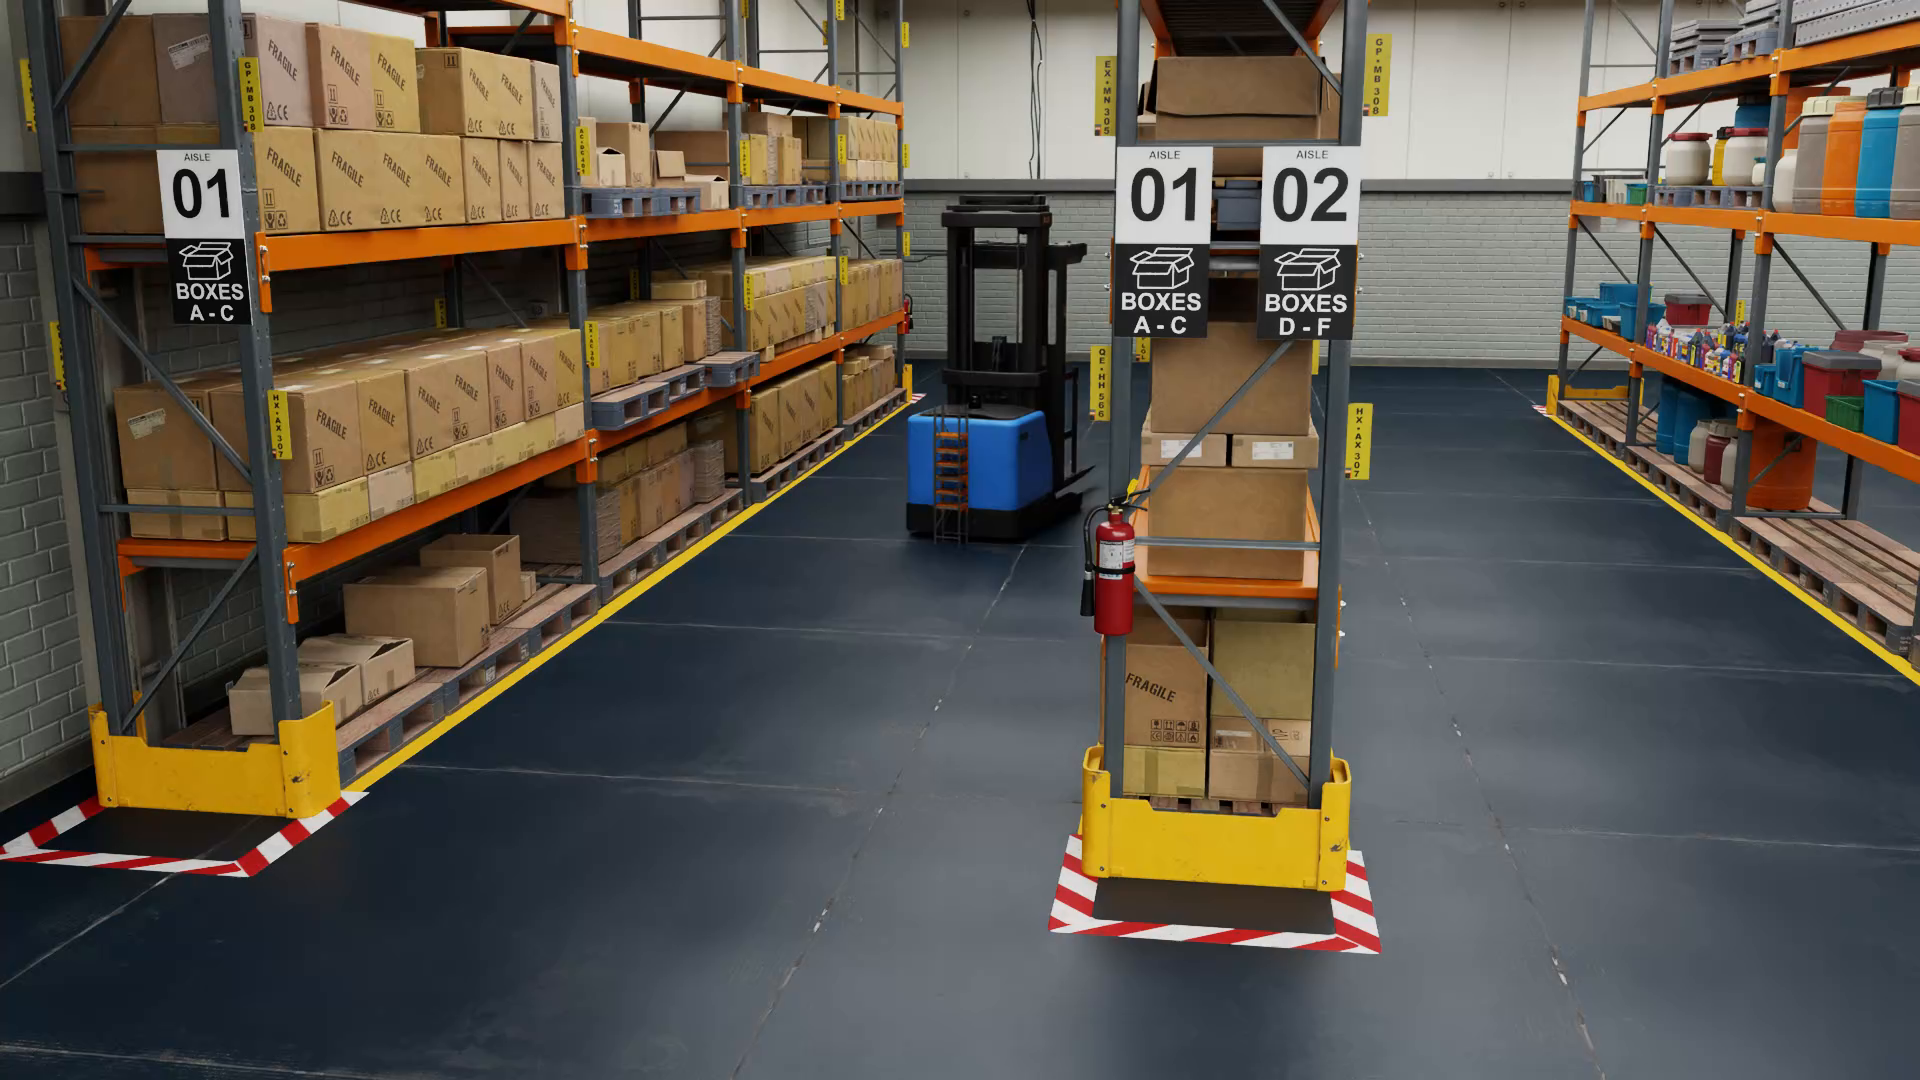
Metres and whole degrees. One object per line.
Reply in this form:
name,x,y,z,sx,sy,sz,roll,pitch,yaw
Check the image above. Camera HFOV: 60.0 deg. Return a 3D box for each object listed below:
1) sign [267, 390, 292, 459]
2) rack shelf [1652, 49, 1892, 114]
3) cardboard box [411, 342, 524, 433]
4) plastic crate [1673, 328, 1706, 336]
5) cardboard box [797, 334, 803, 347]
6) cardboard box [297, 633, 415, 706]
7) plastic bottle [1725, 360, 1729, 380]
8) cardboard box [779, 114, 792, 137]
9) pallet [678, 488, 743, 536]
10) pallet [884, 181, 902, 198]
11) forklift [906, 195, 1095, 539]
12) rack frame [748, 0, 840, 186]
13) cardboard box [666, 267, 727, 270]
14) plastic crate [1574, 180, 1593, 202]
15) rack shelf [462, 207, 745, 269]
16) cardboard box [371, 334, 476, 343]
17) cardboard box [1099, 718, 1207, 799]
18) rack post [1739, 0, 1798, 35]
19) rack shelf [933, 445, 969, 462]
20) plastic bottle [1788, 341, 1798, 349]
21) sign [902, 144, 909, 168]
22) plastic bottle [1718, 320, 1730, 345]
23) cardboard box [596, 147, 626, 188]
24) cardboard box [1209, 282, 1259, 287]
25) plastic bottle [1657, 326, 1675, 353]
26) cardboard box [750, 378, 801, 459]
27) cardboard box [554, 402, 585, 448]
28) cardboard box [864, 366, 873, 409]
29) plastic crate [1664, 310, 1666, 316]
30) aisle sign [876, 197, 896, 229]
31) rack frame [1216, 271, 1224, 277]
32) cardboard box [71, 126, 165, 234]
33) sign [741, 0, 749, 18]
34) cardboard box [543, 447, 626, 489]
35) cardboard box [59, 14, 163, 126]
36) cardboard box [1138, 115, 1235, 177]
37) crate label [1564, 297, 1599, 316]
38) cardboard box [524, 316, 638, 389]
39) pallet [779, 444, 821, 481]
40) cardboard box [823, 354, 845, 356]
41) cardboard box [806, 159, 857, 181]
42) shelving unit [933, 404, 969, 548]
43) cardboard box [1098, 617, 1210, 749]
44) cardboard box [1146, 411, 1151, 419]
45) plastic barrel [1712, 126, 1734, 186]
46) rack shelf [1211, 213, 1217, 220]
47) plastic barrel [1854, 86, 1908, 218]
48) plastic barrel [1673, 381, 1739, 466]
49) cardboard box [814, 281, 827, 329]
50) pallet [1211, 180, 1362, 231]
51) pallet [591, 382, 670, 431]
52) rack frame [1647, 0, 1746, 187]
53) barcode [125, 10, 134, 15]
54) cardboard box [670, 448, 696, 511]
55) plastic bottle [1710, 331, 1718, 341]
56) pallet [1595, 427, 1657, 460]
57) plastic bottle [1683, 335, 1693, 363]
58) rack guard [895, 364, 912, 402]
sign,-3.210,-0.543,7.836,0.100,0.325,0.005,2,12,9
rack shelf,7.581,-4.283,15.665,1.077,0.370,4.000,2,12,9
cardboard box,-3.057,-0.956,10.337,0.500,0.500,0.500,2,12,7
plastic crate,8.102,-2.307,18.560,0.396,0.136,0.243,2,12,9
cardboard box,-1.911,-2.179,18.035,0.380,0.149,0.250,2,12,7
cardboard box,-3.463,0.703,9.451,0.500,0.311,0.500,3,13,13
plastic bottle,6.986,-1.554,15.054,0.097,0.201,0.097,0,12,0
cardboard box,-2.165,-4.553,18.318,0.500,0.250,0.500,3,12,13
pallet,-2.637,-0.277,15.276,1.003,0.211,1.213,2,12,9
pallet,-1.389,-4.736,22.439,1.003,0.211,1.213,2,12,9
forklift,0.523,-1.708,15.460,1.130,2.935,3.031,5,13,20
rack frame,-1.900,-5.568,18.968,1.000,3.000,0.127,2,12,9
cardboard box,-2.619,-2.584,16.590,0.500,0.250,0.500,1,12,7
plastic crate,8.170,-4.478,21.342,0.497,0.269,0.590,2,12,9
rack shelf,-2.823,-2.501,13.564,1.077,0.370,4.000,2,12,9
cardboard box,-3.492,-1.074,10.886,0.500,0.500,0.500,2,12,8
cardboard box,0.940,1.040,8.076,0.500,0.250,0.500,2,12,9
rack post,7.345,-4.529,14.329,0.954,0.300,0.937,2,12,9
rack shelf,-0.077,-0.737,14.136,0.258,0.103,0.180,5,13,20
plastic bottle,7.883,-1.743,15.738,0.061,0.283,0.133,2,12,9
sign,-0.751,-5.308,22.968,0.100,0.325,0.005,2,12,9
plastic bottle,7.929,-2.093,17.201,0.144,0.351,0.185,2,12,9
cardboard box,-2.873,-2.837,12.633,0.500,0.311,0.500,2,12,10
cardboard box,1.626,-1.295,10.067,0.700,0.500,0.500,2,12,9
plastic bottle,7.385,-2.093,17.381,0.152,0.276,0.135,2,12,9
cardboard box,-2.132,-1.288,17.455,0.750,0.750,0.750,2,12,8
cardboard box,-2.904,-0.798,11.383,0.500,0.250,0.500,2,12,9
cardboard box,-1.522,-1.982,21.506,0.700,0.500,0.500,2,12,10
plastic crate,8.306,-2.597,19.564,0.437,0.282,0.530,2,12,9
aisle sign,-0.977,-4.744,23.214,0.394,0.787,0.004,2,12,9
rack frame,2.995,-2.475,18.859,1.000,3.000,0.127,2,12,9
cardboard box,-3.932,-1.757,8.122,0.500,0.500,0.500,3,12,13
sign,-2.445,-6.125,18.960,0.100,0.325,0.005,2,12,9
cardboard box,-2.969,-0.575,13.150,0.500,0.250,0.500,2,12,7
cardboard box,-3.938,-2.249,8.031,0.500,0.500,0.500,2,12,11
cardboard box,1.152,-2.038,8.591,0.500,0.311,0.500,3,13,15
crate label,8.141,-3.053,21.797,0.416,0.233,0.303,2,12,9
cardboard box,-2.925,-1.455,12.841,0.700,0.500,0.500,3,13,14
pallet,-2.130,-0.854,17.956,1.003,0.211,1.213,2,12,9
cardboard box,-1.705,-2.335,21.605,0.380,0.149,0.250,2,12,8
cardboard box,-1.533,-4.417,19.873,0.500,0.250,0.500,2,12,8
shelving unit,-0.077,-0.546,14.177,0.258,1.200,0.189,5,13,20
cardboard box,0.938,0.674,7.997,0.500,0.500,0.500,2,12,9
cardboard box,1.098,-0.537,8.087,0.380,0.149,0.250,2,12,8
plastic barrel,7.949,-3.881,16.819,0.600,0.588,0.600,0,12,0
rack shelf,2.072,-2.341,12.823,1.077,0.370,4.000,2,12,9
plastic barrel,6.724,-2.745,11.802,0.600,0.901,0.708,2,12,9
plastic barrel,7.680,-1.233,17.081,0.600,0.901,0.708,2,12,9
cardboard box,-1.791,-2.628,18.578,0.500,0.500,0.500,2,12,9
pallet,1.284,-1.547,7.640,1.003,0.211,1.213,2,12,9
pallet,-2.869,-1.030,12.609,1.003,0.211,1.213,2,12,9
rack frame,7.889,-5.247,17.479,1.000,3.000,0.127,2,12,9
barcode,-4.131,-2.598,8.275,0.001,0.075,0.075,2,12,9
cardboard box,-2.769,-0.540,14.770,0.700,0.500,0.500,2,12,9
plastic bottle,8.022,-2.125,17.703,0.097,0.201,0.097,0,12,0
pallet,7.964,-1.105,19.121,1.003,0.211,1.213,2,12,9
plastic bottle,7.203,-1.883,16.414,0.097,0.271,0.097,0,12,0
rack guard,-1.281,-2.251,23.750,1.175,0.500,0.348,2,12,9
